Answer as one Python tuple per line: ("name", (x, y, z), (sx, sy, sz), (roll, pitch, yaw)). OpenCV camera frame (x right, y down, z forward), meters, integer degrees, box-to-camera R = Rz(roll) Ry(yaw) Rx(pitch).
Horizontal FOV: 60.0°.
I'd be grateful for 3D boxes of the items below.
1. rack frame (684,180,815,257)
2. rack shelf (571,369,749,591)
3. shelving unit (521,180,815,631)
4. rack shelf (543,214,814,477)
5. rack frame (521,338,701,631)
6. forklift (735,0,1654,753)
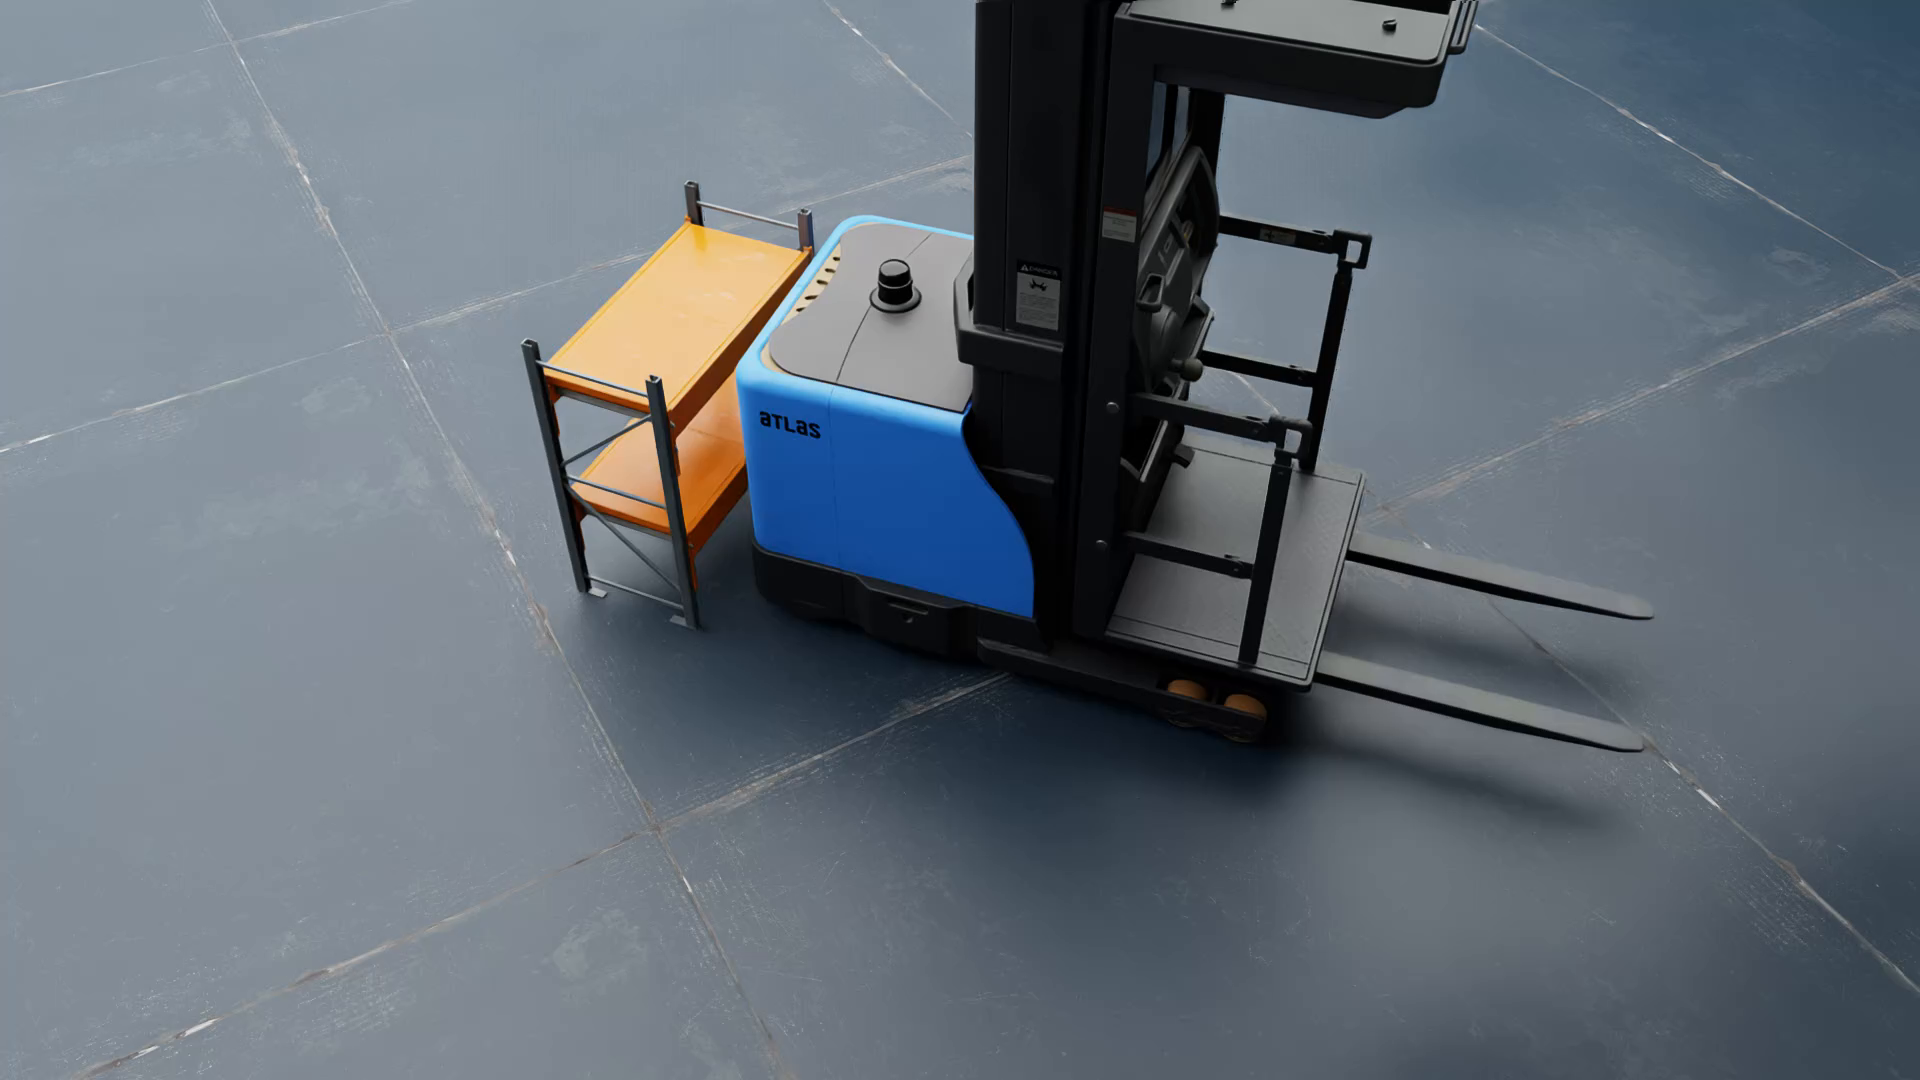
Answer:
("rack frame", (-0.754, -0.810, 6.277), (0.500, 1.125, 0.032), (17, 47, 17))
("rack shelf", (-0.957, -0.310, 6.113), (0.538, 0.278, 1.000), (17, 47, 17))
("shelving unit", (-0.957, -0.485, 5.942), (0.538, 1.125, 1.048), (17, 47, 17))
("rack shelf", (-0.957, -0.695, 5.738), (0.538, 0.278, 1.000), (17, 47, 17))
("rack frame", (-1.160, -0.161, 5.608), (0.500, 1.125, 0.032), (17, 47, 17))
("forklift", (0.839, -0.797, 4.966), (3.031, 2.935, 1.130), (14, 46, 14))
